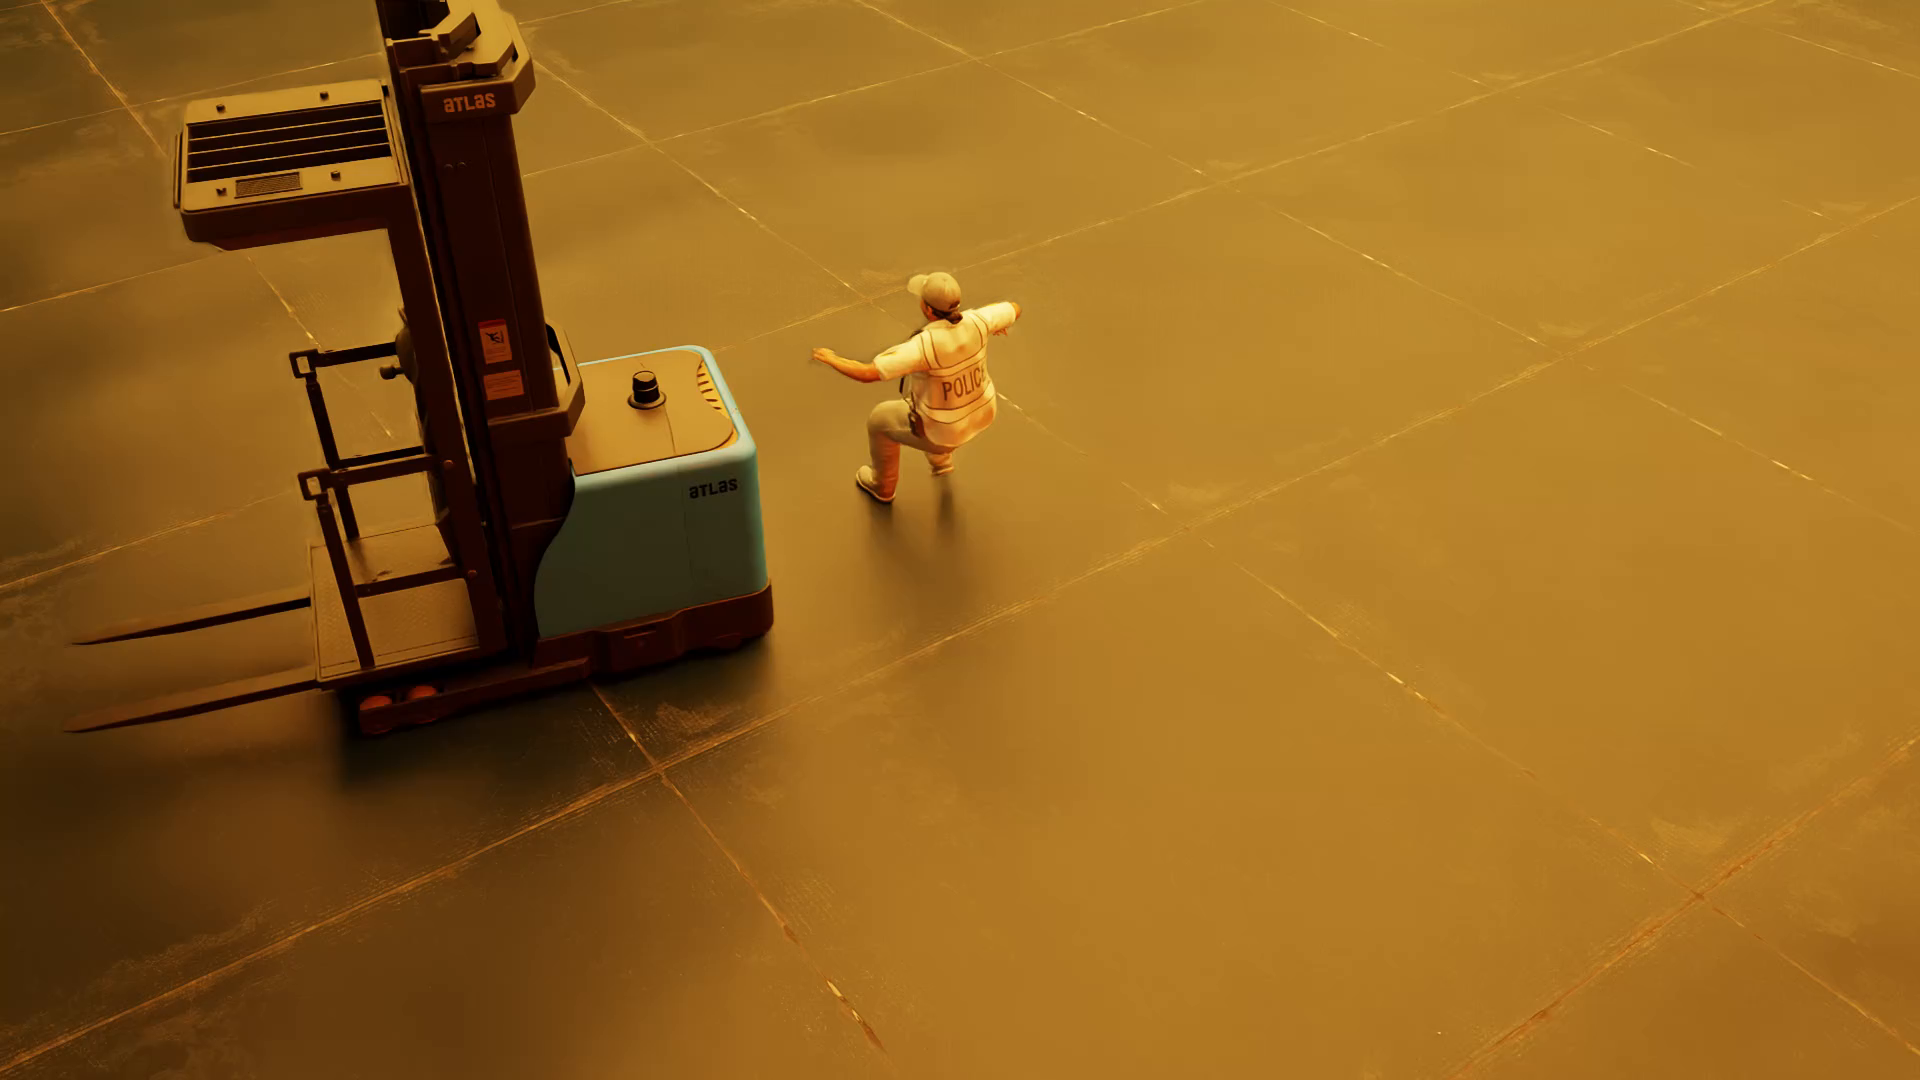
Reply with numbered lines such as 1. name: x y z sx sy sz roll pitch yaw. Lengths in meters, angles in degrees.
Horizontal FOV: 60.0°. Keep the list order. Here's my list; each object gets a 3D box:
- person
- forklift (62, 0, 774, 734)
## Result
1. person: -0.199 -0.777 8.241 0.822 1.437 0.995 30 46 34
2. forklift: -2.442 -0.689 6.876 3.031 2.935 1.130 -12 38 -16
